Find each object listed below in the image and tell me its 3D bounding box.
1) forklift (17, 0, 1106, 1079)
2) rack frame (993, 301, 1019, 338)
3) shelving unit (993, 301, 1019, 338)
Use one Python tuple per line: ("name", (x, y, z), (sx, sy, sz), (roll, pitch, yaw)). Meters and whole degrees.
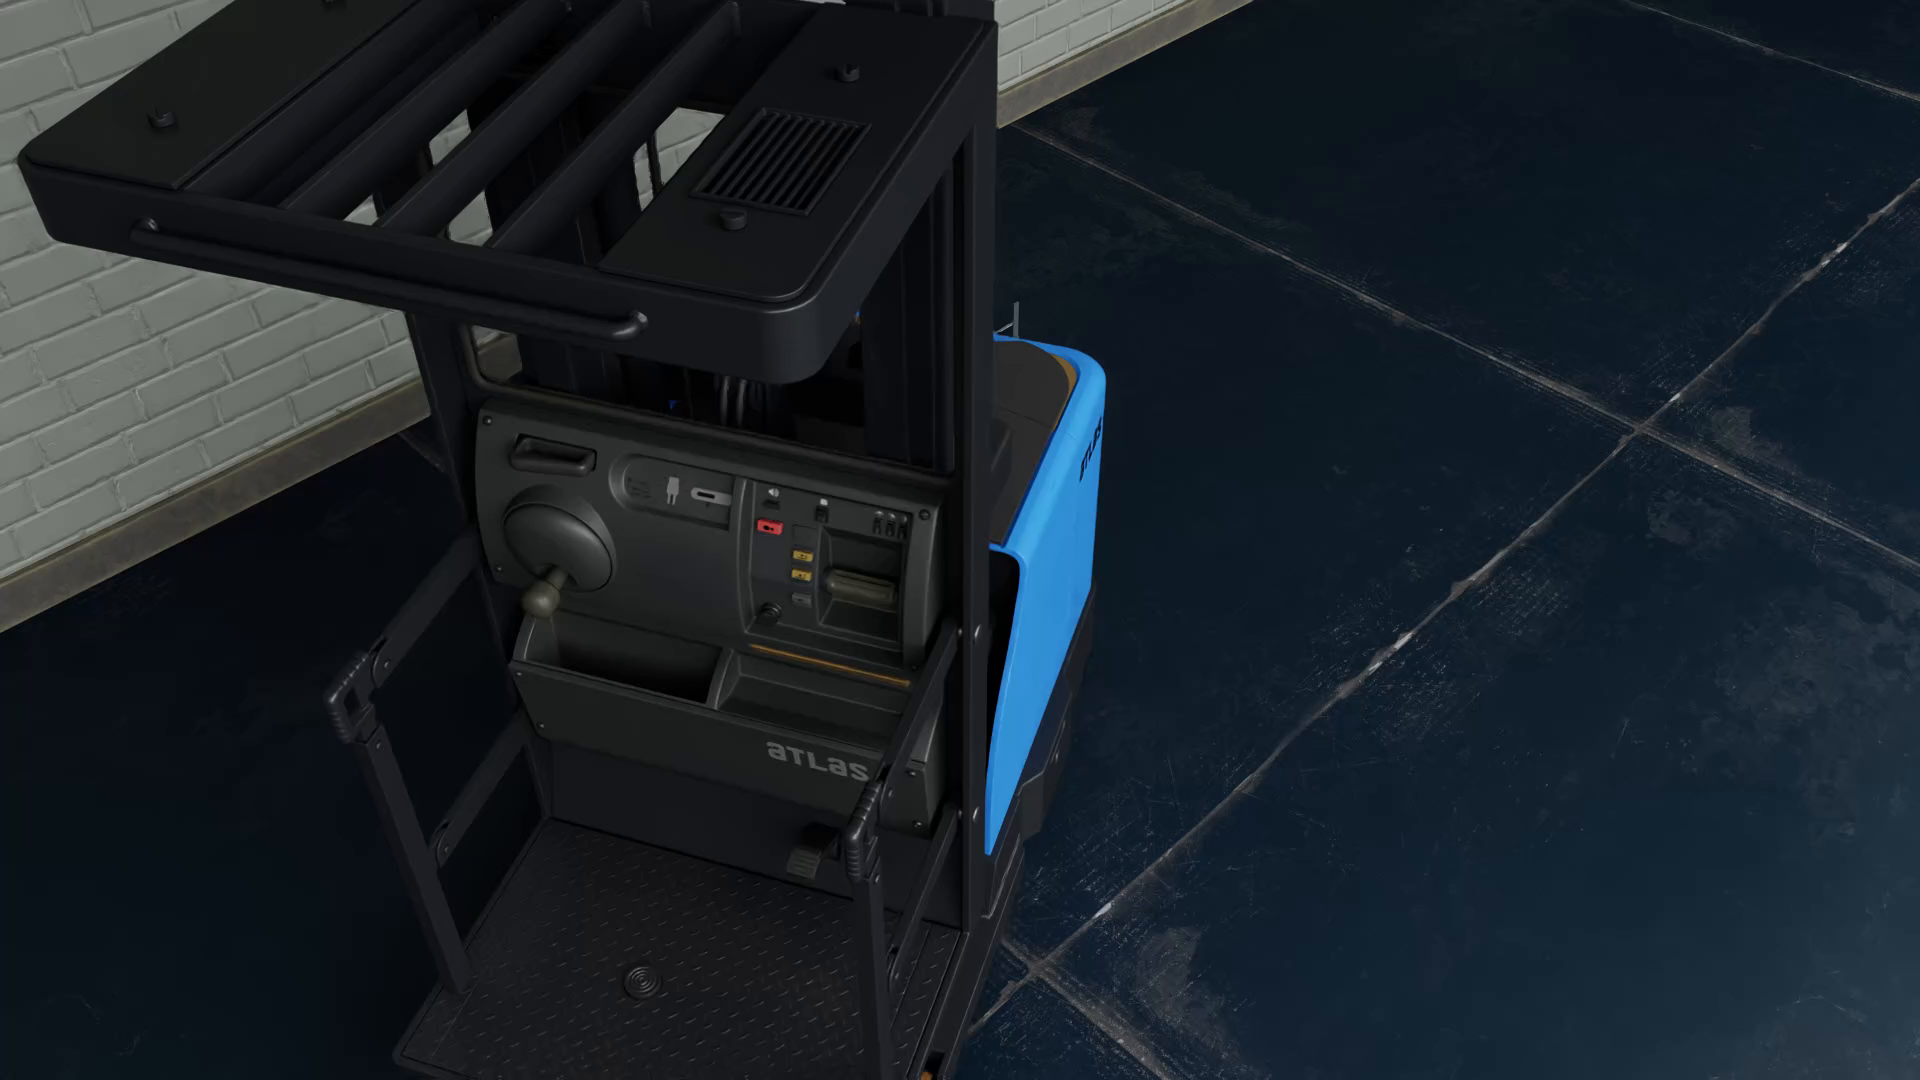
("forklift", (-0.553, 0.094, 2.988), (1.130, 2.935, 3.031), (12, 44, 13))
("rack frame", (0.078, -0.278, 4.888), (0.240, 0.900, 0.006), (-34, 53, -31))
("shelving unit", (0.006, -0.327, 4.940), (0.258, 0.900, 0.210), (-34, 53, -31))
